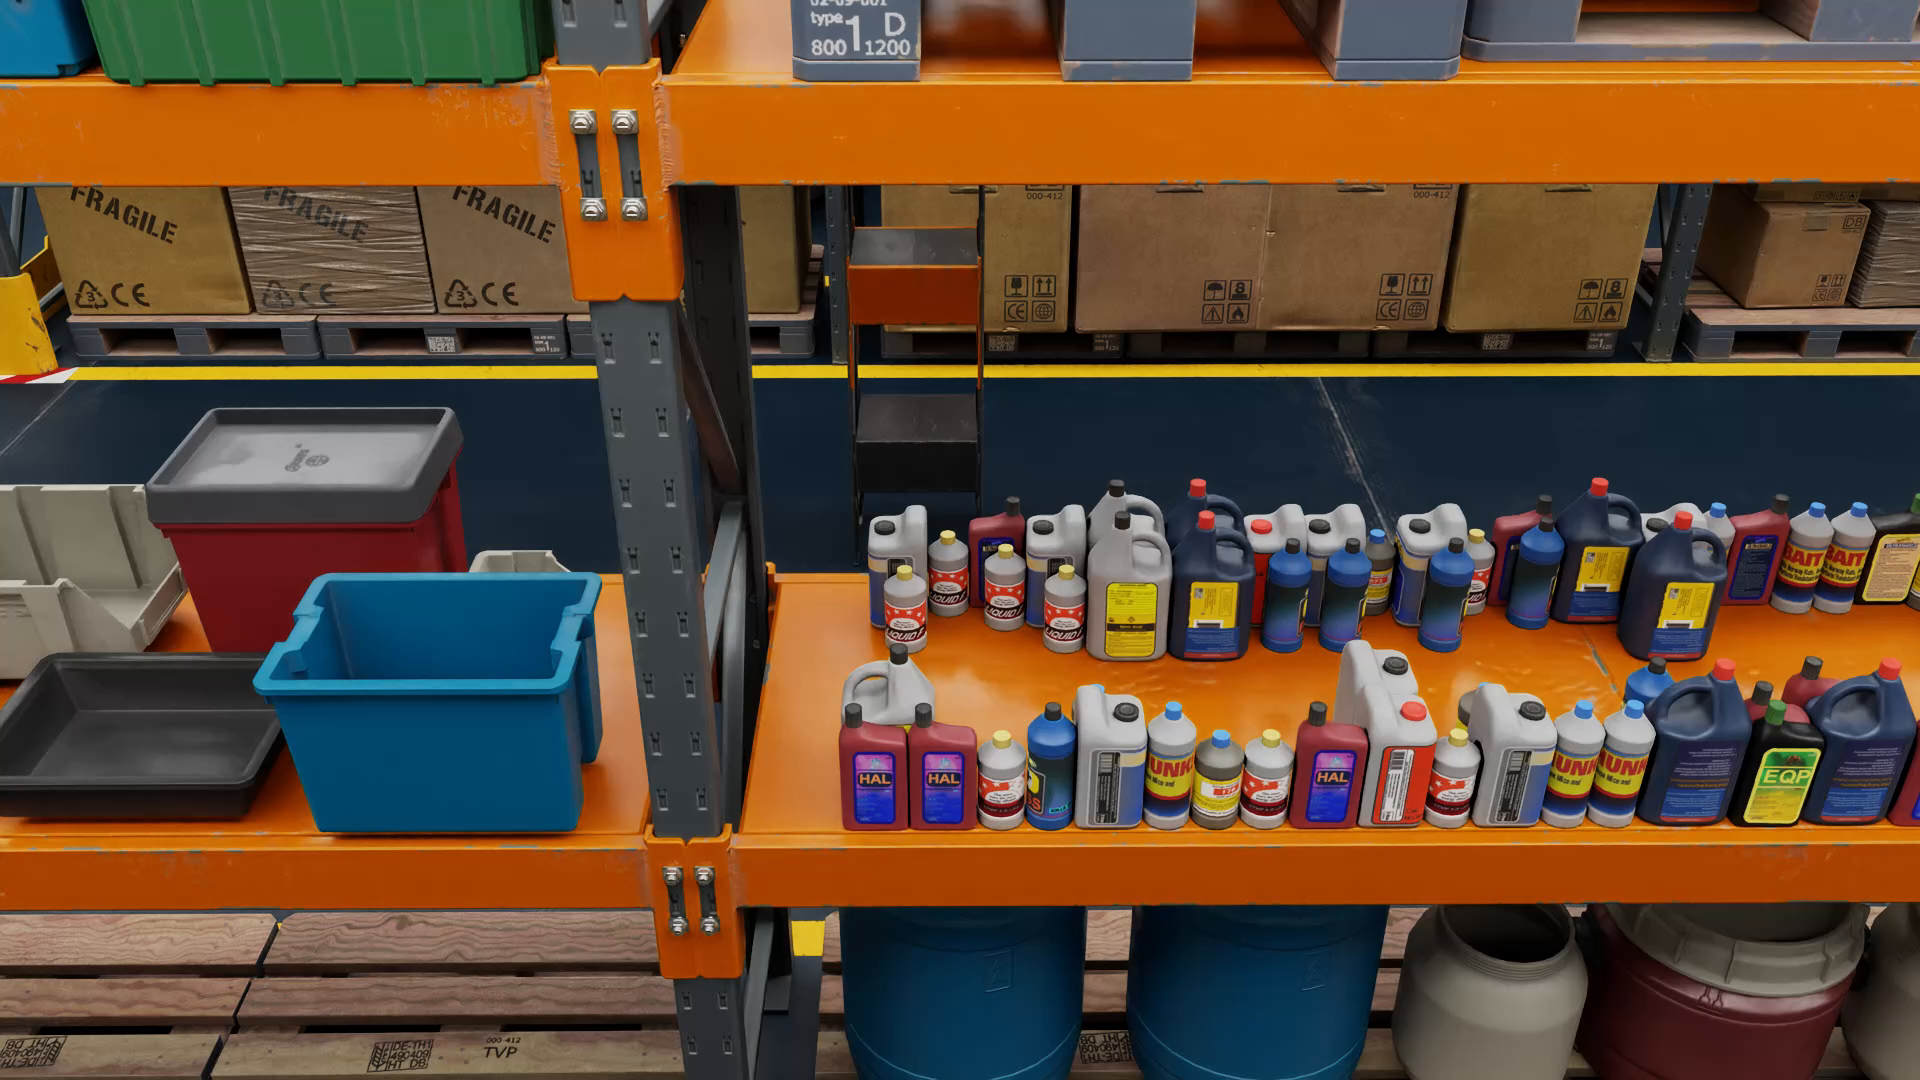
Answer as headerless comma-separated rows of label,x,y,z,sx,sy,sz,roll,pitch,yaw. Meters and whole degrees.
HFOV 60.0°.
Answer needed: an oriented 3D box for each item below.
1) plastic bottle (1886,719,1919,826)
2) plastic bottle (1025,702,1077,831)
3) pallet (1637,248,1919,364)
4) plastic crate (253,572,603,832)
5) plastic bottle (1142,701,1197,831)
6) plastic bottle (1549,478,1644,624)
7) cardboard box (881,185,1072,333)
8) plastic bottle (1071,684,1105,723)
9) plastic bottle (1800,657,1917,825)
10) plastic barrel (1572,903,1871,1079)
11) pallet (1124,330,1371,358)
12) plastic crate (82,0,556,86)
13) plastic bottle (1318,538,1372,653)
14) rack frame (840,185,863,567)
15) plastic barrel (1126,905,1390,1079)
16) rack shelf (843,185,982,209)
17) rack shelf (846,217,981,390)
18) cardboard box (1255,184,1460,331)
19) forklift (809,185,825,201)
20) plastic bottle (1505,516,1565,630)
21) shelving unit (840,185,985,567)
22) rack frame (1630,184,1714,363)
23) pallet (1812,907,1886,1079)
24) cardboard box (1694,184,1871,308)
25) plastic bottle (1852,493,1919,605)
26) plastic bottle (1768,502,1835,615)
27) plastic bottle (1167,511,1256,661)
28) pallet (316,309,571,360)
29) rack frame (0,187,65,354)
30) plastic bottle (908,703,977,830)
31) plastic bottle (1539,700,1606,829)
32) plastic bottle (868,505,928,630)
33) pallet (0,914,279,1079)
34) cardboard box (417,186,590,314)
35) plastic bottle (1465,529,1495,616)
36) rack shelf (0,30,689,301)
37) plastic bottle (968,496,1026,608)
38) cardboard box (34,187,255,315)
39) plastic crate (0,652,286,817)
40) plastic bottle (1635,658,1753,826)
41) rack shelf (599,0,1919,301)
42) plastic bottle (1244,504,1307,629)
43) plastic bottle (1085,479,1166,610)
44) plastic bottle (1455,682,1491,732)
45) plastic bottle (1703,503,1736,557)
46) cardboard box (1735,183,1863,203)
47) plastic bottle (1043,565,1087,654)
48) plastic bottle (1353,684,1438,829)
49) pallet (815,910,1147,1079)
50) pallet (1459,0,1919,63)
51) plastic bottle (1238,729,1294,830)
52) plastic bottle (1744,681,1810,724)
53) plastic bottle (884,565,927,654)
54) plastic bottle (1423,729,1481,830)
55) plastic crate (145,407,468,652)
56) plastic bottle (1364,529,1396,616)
plastic bottle,1.919,0.435,3.254,0.133,0.283,0.061,0,31,0
plastic bottle,0.179,0.436,3.264,0.097,0.271,0.097,0,31,0
pallet,4.215,-1.220,8.557,1.213,0.211,1.003,0,31,0
plastic crate,-1.001,0.331,3.271,0.575,0.384,0.392,0,31,0
plastic bottle,0.411,0.435,3.265,0.097,0.271,0.097,0,31,0
plastic bottle,1.482,0.016,3.879,0.185,0.351,0.144,0,31,0
cardboard box,0.074,-1.682,8.273,0.875,0.875,1.225,0,31,0
plastic bottle,0.275,0.386,3.413,0.097,0.201,0.097,0,31,0
plastic bottle,1.759,0.385,3.272,0.185,0.351,0.144,0,31,0
plastic barrel,1.845,1.024,4.091,0.708,0.588,0.600,0,31,0
pallet,1.428,-1.253,8.611,1.213,0.211,1.003,0,31,0
plastic crate,-0.958,-0.863,2.593,0.662,0.188,0.450,0,31,0
plastic bottle,0.879,0.119,3.787,0.097,0.271,0.097,0,31,0
rack frame,-0.410,-0.896,6.203,0.015,2.100,0.400,0,31,0
plastic barrel,0.716,0.894,4.004,0.708,0.901,0.600,0,31,0
rack shelf,-0.166,-1.484,5.848,0.480,0.518,0.431,0,31,0
rack shelf,-0.166,-0.886,6.212,0.480,0.518,0.431,0,31,0
cardboard box,1.852,-1.692,8.290,0.875,0.875,1.225,0,31,0
forklift,-0.733,-3.886,10.329,1.130,2.935,3.031,18,35,26
plastic bottle,1.342,0.070,3.867,0.097,0.271,0.097,0,31,0
shelving unit,-0.166,-0.897,6.205,0.503,2.100,0.431,0,31,0
rack frame,3.434,-2.411,7.831,0.127,3.000,1.000,0,31,0
pallet,2.676,1.375,4.281,1.213,0.211,1.003,0,31,0
cardboard box,4.104,-1.542,8.386,0.500,0.500,0.700,-2,31,-3
plastic bottle,2.201,0.021,3.936,0.133,0.283,0.061,0,31,0
plastic bottle,1.989,0.036,3.922,0.097,0.271,0.097,0,31,0
plastic bottle,0.567,0.094,3.751,0.185,0.351,0.144,0,31,0
pallet,-2.550,-1.239,8.588,1.213,0.211,1.003,0,31,0
rack frame,-4.566,-2.386,7.790,0.127,3.000,1.000,0,31,0
plastic bottle,-0.034,0.441,3.244,0.133,0.283,0.061,0,31,0
plastic bottle,1.203,0.433,3.269,0.097,0.271,0.097,0,31,0
plastic bottle,-0.144,0.055,3.887,0.135,0.276,0.152,0,31,0
pallet,-2.494,1.391,4.254,1.213,0.211,1.003,0,31,0
cardboard box,-2.127,-1.706,8.313,0.875,0.875,0.875,0,31,0
plastic bottle,1.208,0.069,3.937,0.097,0.201,0.097,0,31,0
rack shelf,-2.536,-0.798,2.974,4.000,0.370,1.077,0,31,0
plastic bottle,0.087,0.028,3.925,0.133,0.283,0.061,0,31,0
cardboard box,-3.927,-1.700,8.304,0.875,0.875,0.875,0,31,0
plastic crate,-1.654,0.406,3.397,0.590,0.125,0.437,0,31,0
plastic bottle,1.441,0.386,3.270,0.185,0.351,0.144,0,31,0
rack shelf,1.464,-0.810,2.995,4.000,0.370,1.077,0,31,0
plastic bottle,0.726,0.053,3.891,0.135,0.276,0.152,0,31,0
plastic bottle,0.381,0.020,3.874,0.185,0.351,0.144,0,31,0
plastic bottle,1.067,0.384,3.417,0.097,0.201,0.097,0,31,0
plastic bottle,1.758,0.037,3.921,0.097,0.271,0.097,0,31,0
cardboard box,4.104,-1.868,8.200,0.500,0.250,0.500,1,31,2
plastic bottle,0.241,0.151,3.802,0.097,0.201,0.097,0,31,0
plastic bottle,0.855,0.417,3.290,0.135,0.276,0.152,0,31,0
pallet,0.236,1.382,4.268,1.213,0.211,1.003,0,31,0
pallet,1.381,-1.089,2.943,1.213,0.211,1.003,0,31,0
plastic bottle,0.606,0.464,3.285,0.097,0.201,0.097,0,31,0
plastic bottle,1.600,0.404,3.305,0.133,0.283,0.061,0,31,0
plastic bottle,-0.125,0.152,3.800,0.097,0.201,0.097,0,31,0
plastic bottle,0.971,0.463,3.286,0.097,0.201,0.097,0,31,0
plastic crate,-1.431,-0.009,3.754,0.583,0.464,0.402,0,31,0
plastic bottle,0.976,0.069,3.935,0.097,0.201,0.097,0,31,0
